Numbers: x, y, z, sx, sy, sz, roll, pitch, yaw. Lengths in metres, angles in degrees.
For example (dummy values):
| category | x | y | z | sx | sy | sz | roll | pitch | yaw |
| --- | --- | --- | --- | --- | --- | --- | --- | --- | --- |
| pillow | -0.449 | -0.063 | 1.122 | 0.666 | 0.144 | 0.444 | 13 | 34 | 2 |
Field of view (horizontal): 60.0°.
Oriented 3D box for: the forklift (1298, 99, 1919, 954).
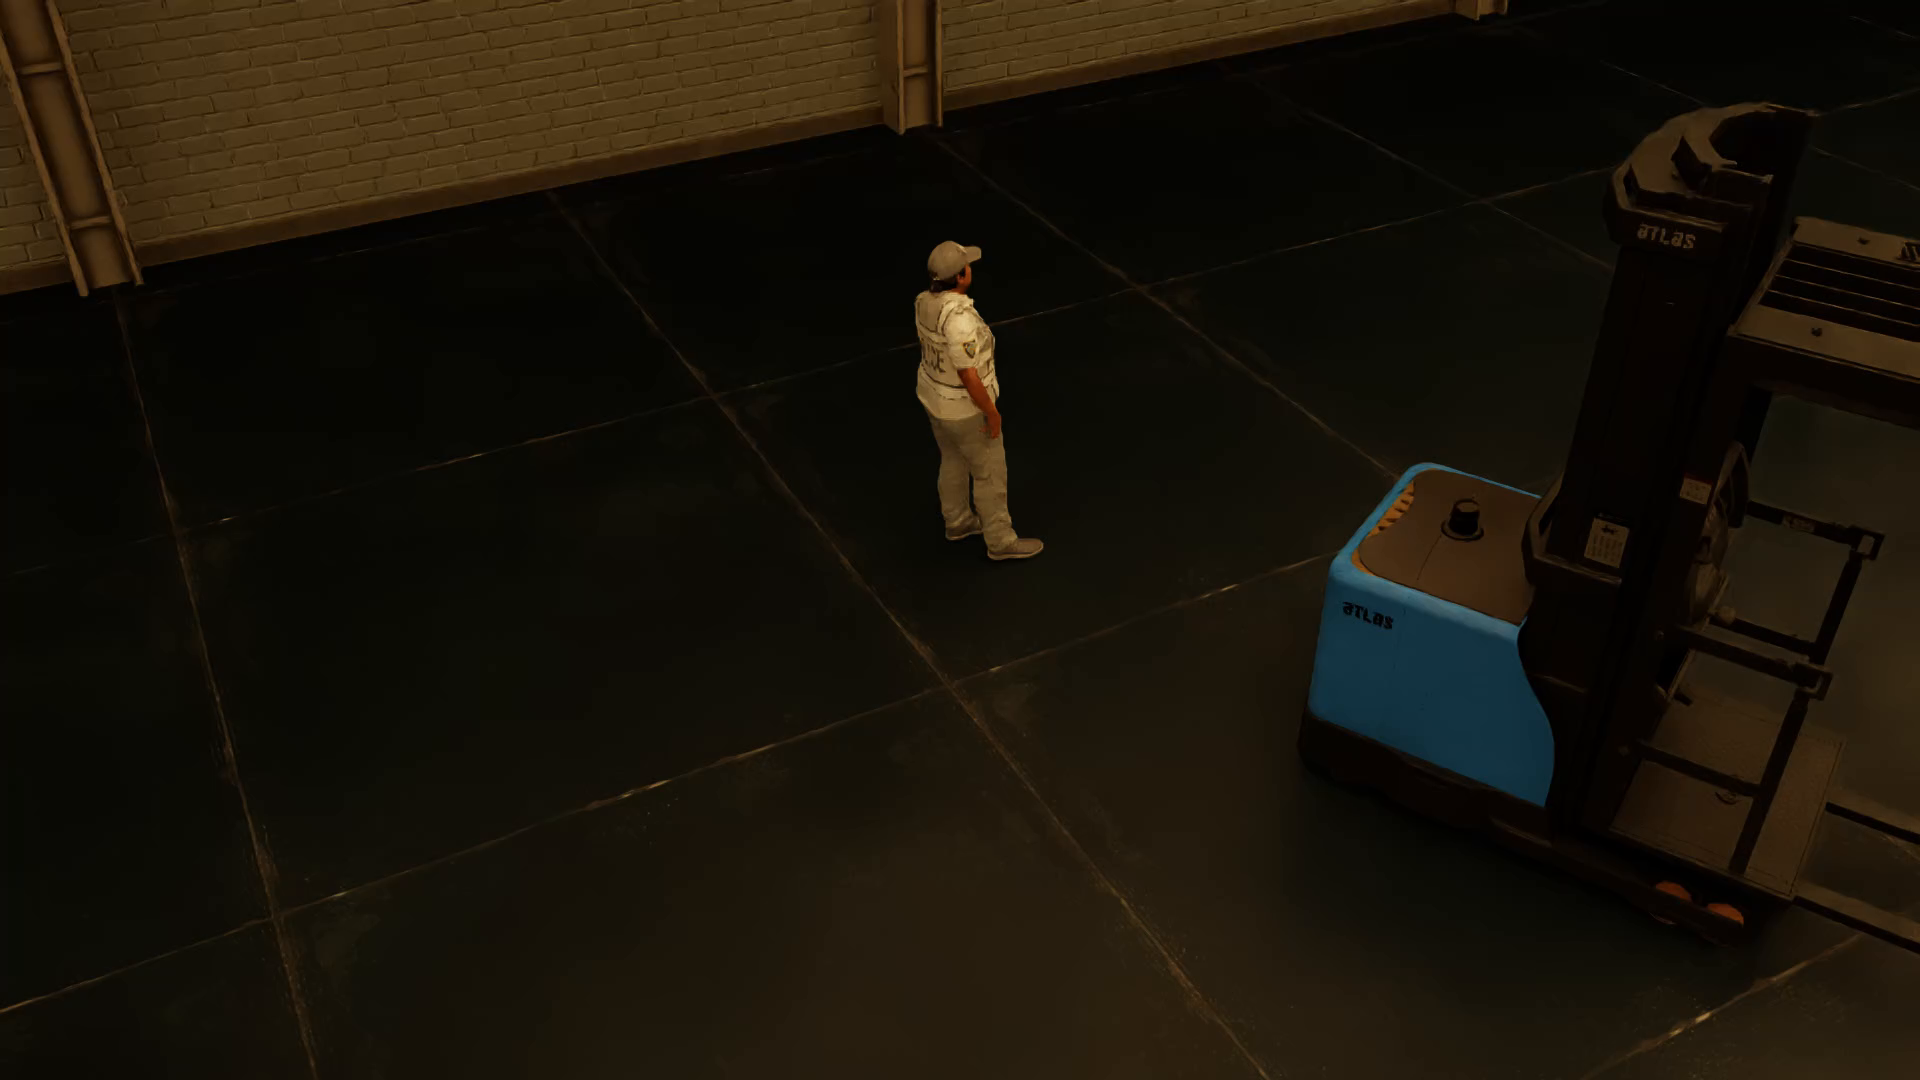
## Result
| category | x | y | z | sx | sy | sz | roll | pitch | yaw |
| --- | --- | --- | --- | --- | --- | --- | --- | --- | --- |
| forklift | 2.984 | 0.020 | 6.095 | 3.031 | 2.935 | 1.130 | 21 | 40 | 27 |

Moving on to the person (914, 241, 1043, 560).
| category | x | y | z | sx | sy | sz | roll | pitch | yaw |
| --- | --- | --- | --- | --- | --- | --- | --- | --- | --- |
| person | 0.078 | -0.696 | 8.190 | 0.529 | 1.669 | 0.598 | -17 | 39 | -23 |
